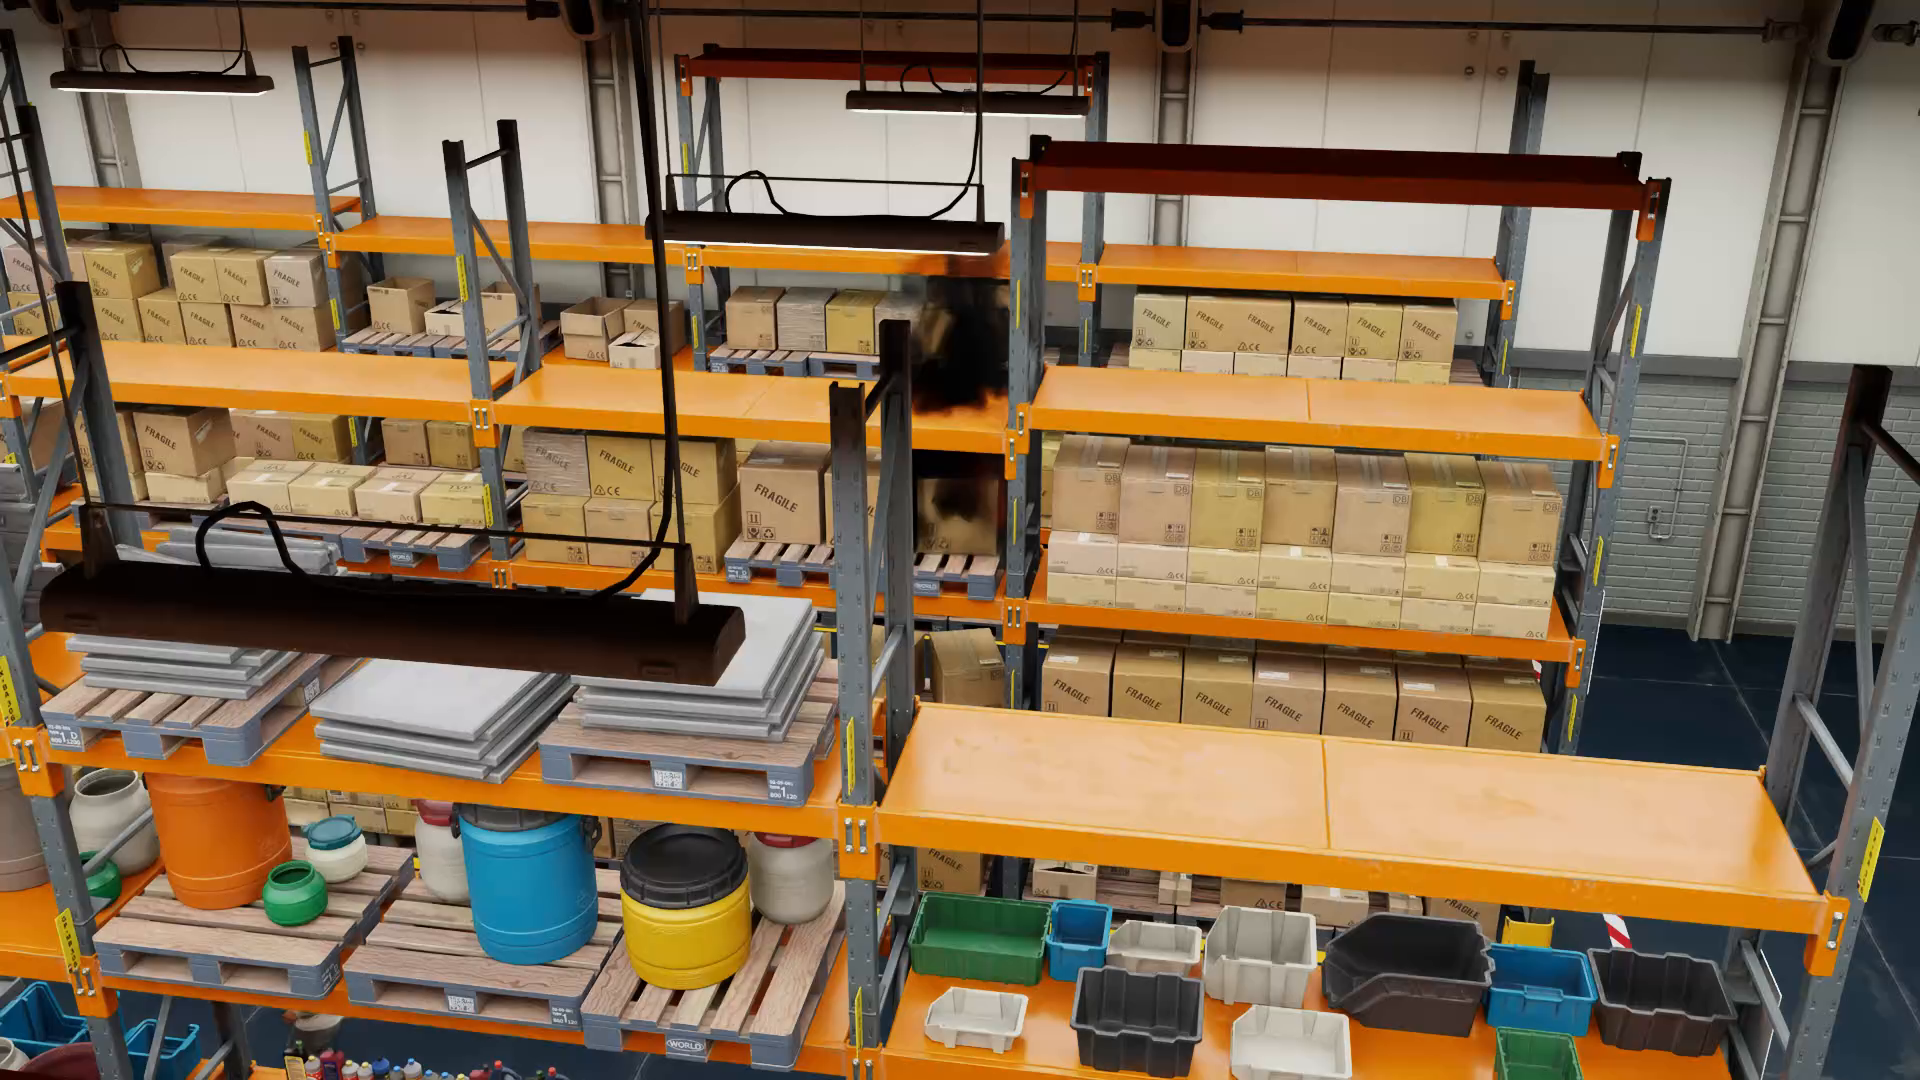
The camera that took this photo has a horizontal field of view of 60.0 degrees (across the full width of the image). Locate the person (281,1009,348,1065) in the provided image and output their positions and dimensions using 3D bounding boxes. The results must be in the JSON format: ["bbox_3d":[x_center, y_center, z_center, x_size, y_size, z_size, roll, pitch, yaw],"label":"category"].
[{"bbox_3d":[-4.203,3.075,10.914,0.604,1.722,0.655,3,23,6],"label":"person"}]
